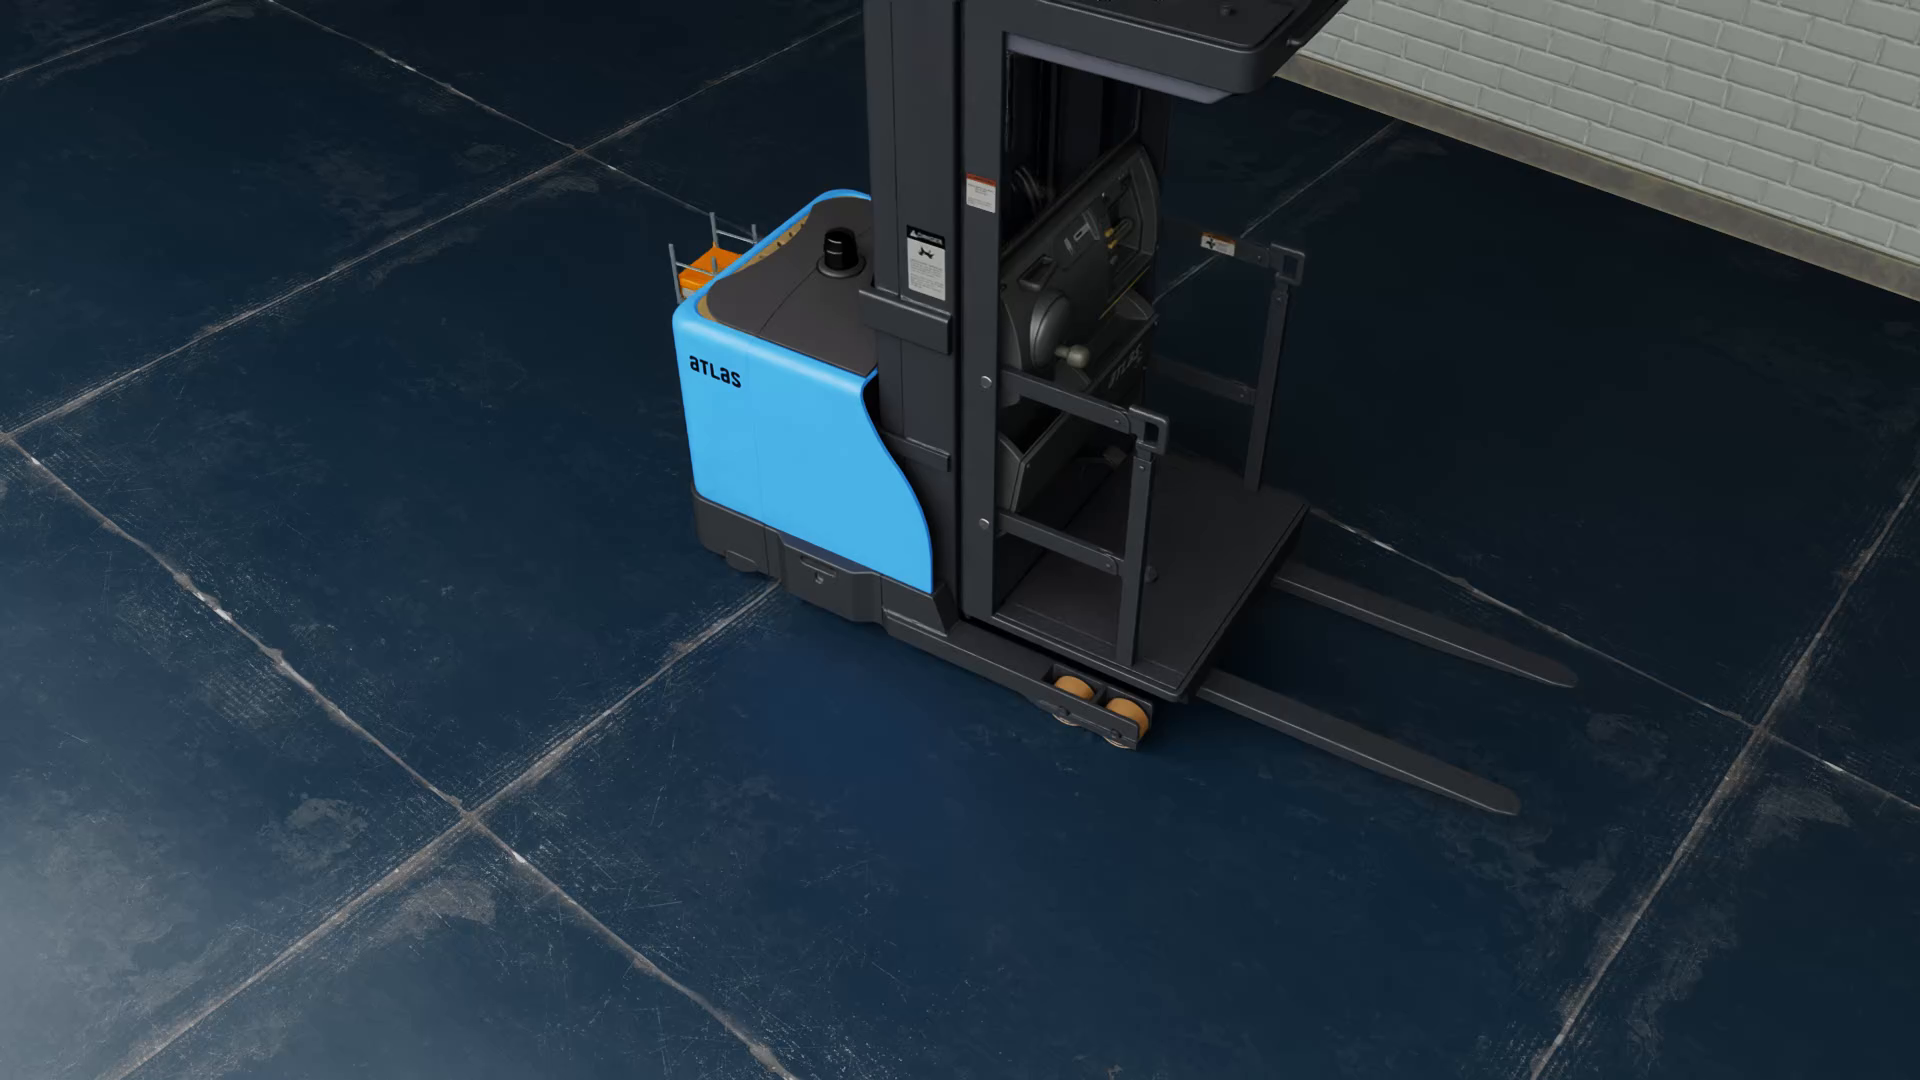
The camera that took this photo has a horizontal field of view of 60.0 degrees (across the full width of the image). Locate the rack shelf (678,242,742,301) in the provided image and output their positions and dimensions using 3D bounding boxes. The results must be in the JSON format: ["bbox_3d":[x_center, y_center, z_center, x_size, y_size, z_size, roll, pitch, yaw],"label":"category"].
[{"bbox_3d":[-0.867,-0.890,6.038,0.215,0.259,0.240,20,46,23],"label":"rack shelf"}]

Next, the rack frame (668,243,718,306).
[{"bbox_3d":[-0.921,-0.614,6.140,0.200,1.050,0.008,20,46,23],"label":"rack frame"}]

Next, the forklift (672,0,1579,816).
[{"bbox_3d":[0.555,-0.809,4.961,3.031,2.935,1.130,22,47,22],"label":"forklift"}]

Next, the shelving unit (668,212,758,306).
[{"bbox_3d":[-0.861,-0.685,6.218,0.215,1.050,0.252,20,46,23],"label":"shelving unit"}]

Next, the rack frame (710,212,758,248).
[{"bbox_3d":[-0.800,-0.756,6.297,0.200,1.050,0.008,20,46,23],"label":"rack frame"}]
